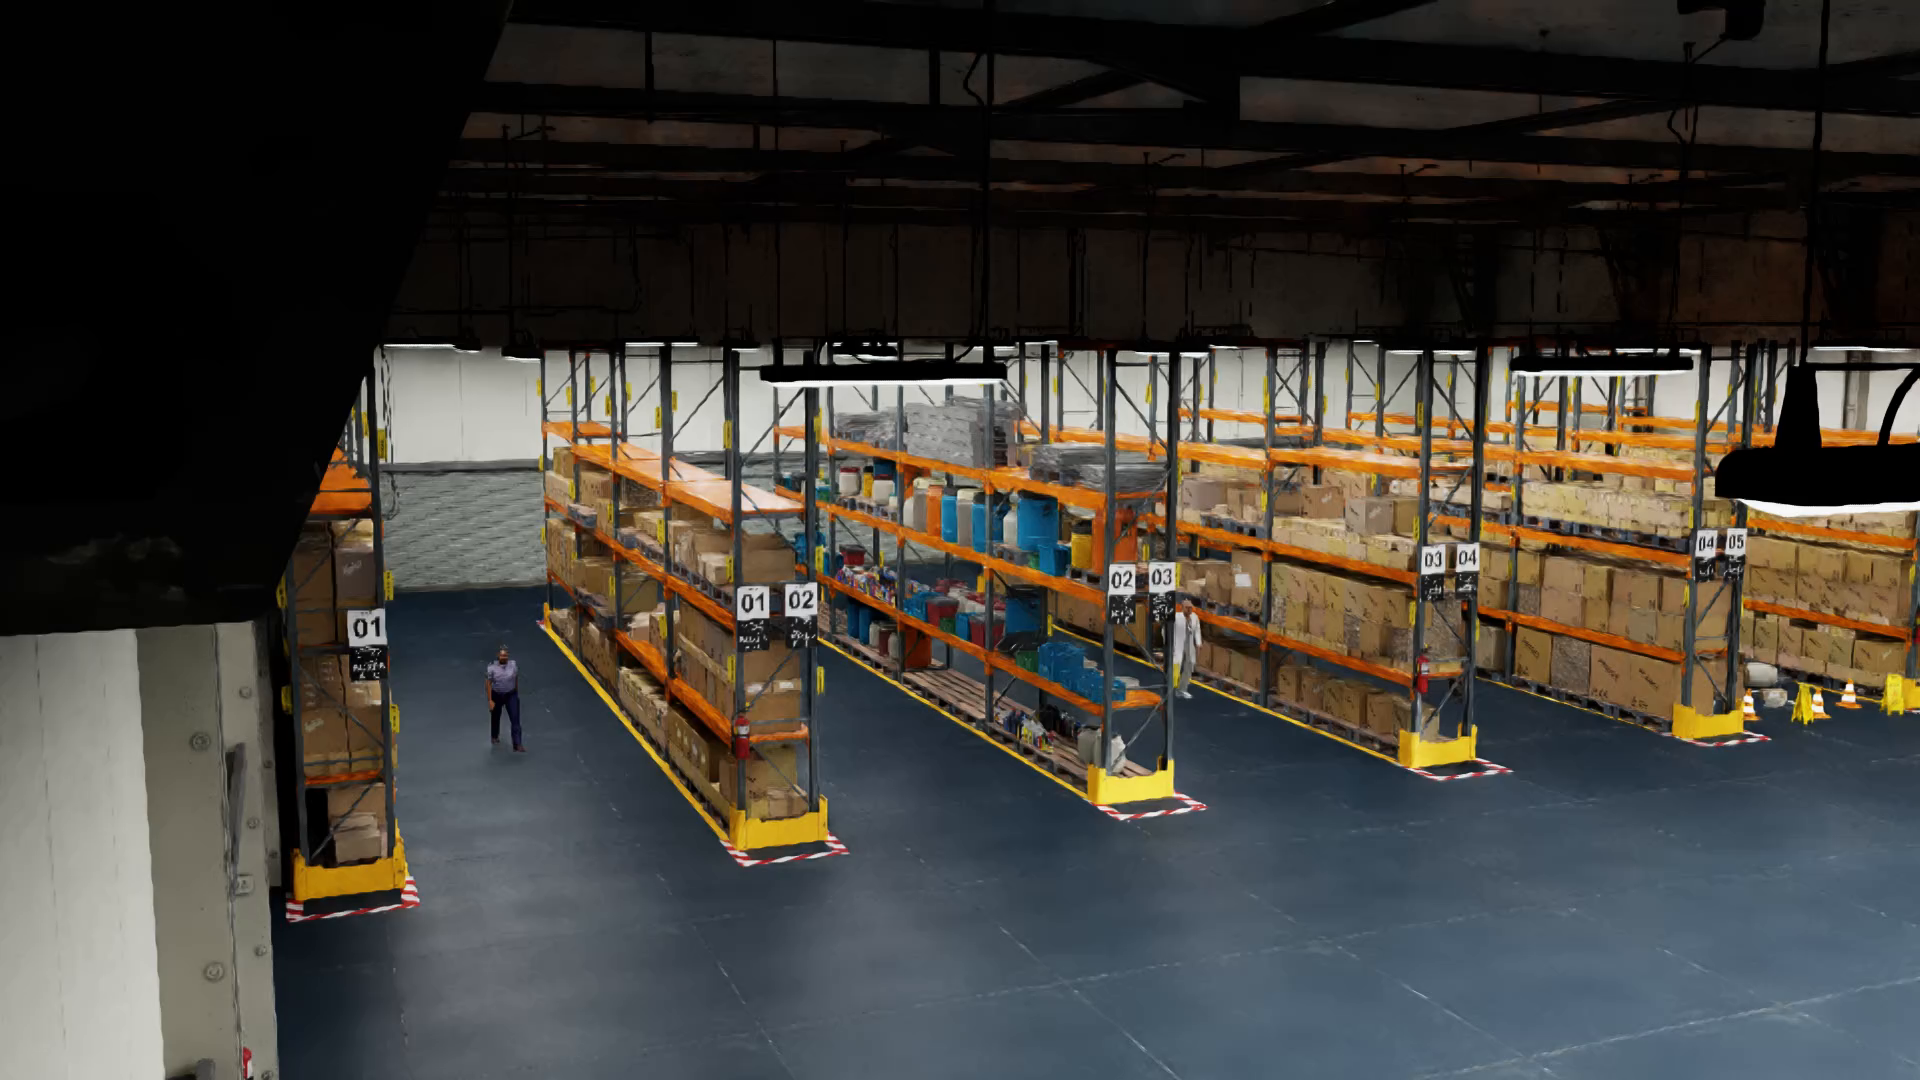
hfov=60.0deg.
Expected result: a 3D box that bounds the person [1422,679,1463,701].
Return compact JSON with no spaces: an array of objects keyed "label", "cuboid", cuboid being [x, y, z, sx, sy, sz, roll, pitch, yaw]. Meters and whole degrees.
[{"label":"person","cuboid":[8.085,1.839,27.923,0.580,1.715,1.102,-4,9,-30]}]

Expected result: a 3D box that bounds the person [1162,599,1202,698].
[{"label":"person","cuboid":[3.731,1.833,28.076,0.729,1.733,0.546,-3,8,-23]}]

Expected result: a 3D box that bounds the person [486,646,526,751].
[{"label":"person","cuboid":[-6.802,2.331,24.738,0.481,1.565,1.091,-3,8,-24]}]
